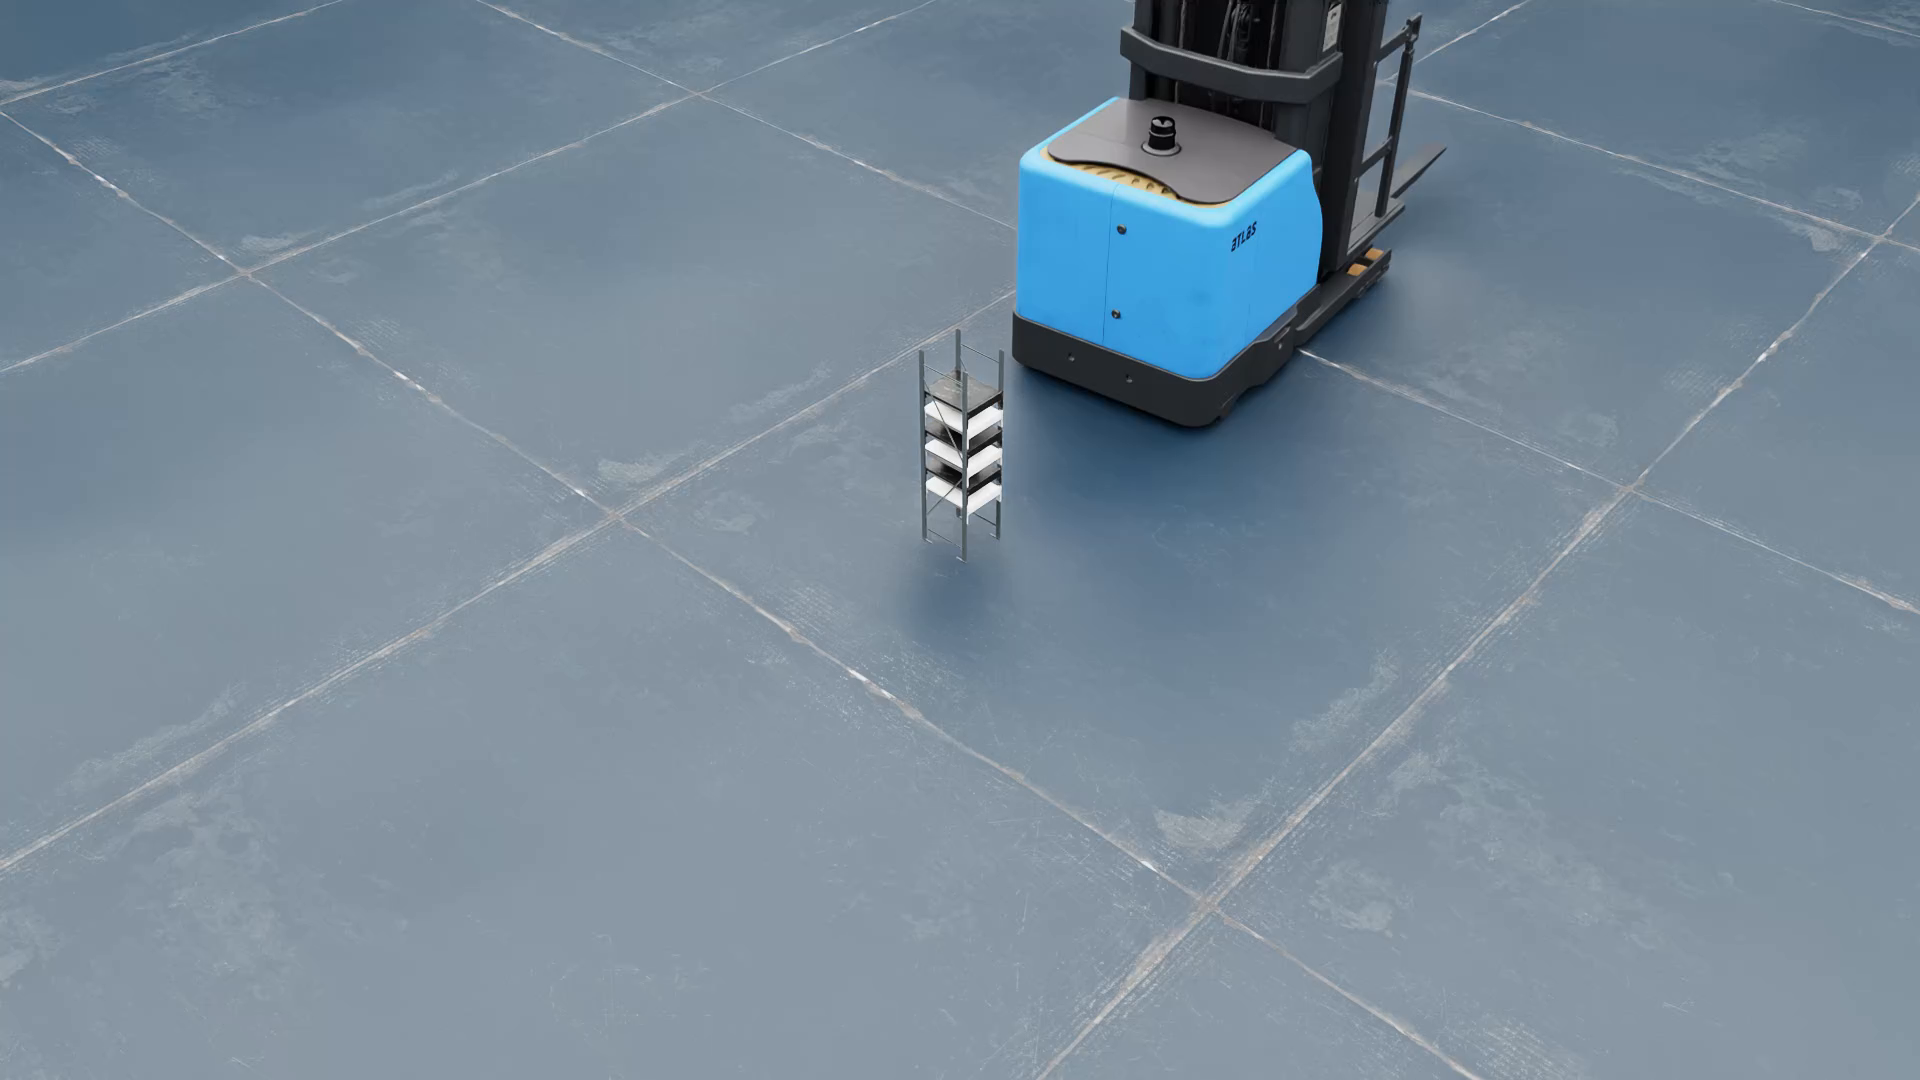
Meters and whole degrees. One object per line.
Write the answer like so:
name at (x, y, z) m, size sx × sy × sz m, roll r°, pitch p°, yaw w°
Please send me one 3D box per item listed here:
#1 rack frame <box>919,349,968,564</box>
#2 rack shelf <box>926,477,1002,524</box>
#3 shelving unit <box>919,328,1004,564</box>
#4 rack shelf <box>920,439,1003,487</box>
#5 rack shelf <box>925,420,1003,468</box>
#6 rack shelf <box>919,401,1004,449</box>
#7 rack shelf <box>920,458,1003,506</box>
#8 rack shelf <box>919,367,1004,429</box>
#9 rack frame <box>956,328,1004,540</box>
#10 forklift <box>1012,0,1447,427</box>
rack frame at (-0.063, -0.309, 6.416) m, size 0.240 × 0.900 × 0.006 m, roll 30°, pitch 47°, yaw 32°
rack shelf at (0.005, -0.189, 6.607) m, size 0.258 × 0.077 × 0.200 m, roll 30°, pitch 47°, yaw 32°
shelving unit at (0.005, -0.356, 6.475) m, size 0.258 × 0.900 × 0.210 m, roll 30°, pitch 47°, yaw 32°
rack shelf at (0.005, -0.330, 6.495) m, size 0.258 × 0.077 × 0.200 m, roll 30°, pitch 47°, yaw 32°
rack shelf at (0.005, -0.400, 6.439) m, size 0.258 × 0.077 × 0.200 m, roll 30°, pitch 47°, yaw 32°
rack shelf at (0.005, -0.471, 6.383) m, size 0.258 × 0.077 × 0.200 m, roll 30°, pitch 47°, yaw 32°
rack shelf at (0.005, -0.259, 6.551) m, size 0.258 × 0.077 × 0.200 m, roll 30°, pitch 47°, yaw 32°
rack shelf at (0.005, -0.541, 6.327) m, size 0.258 × 0.077 × 0.200 m, roll 30°, pitch 47°, yaw 32°
rack frame at (0.074, -0.403, 6.533) m, size 0.240 × 0.900 × 0.006 m, roll 30°, pitch 47°, yaw 32°
forklift at (1.513, -2.512, 7.554) m, size 1.130 × 2.935 × 3.031 m, roll 24°, pitch 45°, yaw 27°
